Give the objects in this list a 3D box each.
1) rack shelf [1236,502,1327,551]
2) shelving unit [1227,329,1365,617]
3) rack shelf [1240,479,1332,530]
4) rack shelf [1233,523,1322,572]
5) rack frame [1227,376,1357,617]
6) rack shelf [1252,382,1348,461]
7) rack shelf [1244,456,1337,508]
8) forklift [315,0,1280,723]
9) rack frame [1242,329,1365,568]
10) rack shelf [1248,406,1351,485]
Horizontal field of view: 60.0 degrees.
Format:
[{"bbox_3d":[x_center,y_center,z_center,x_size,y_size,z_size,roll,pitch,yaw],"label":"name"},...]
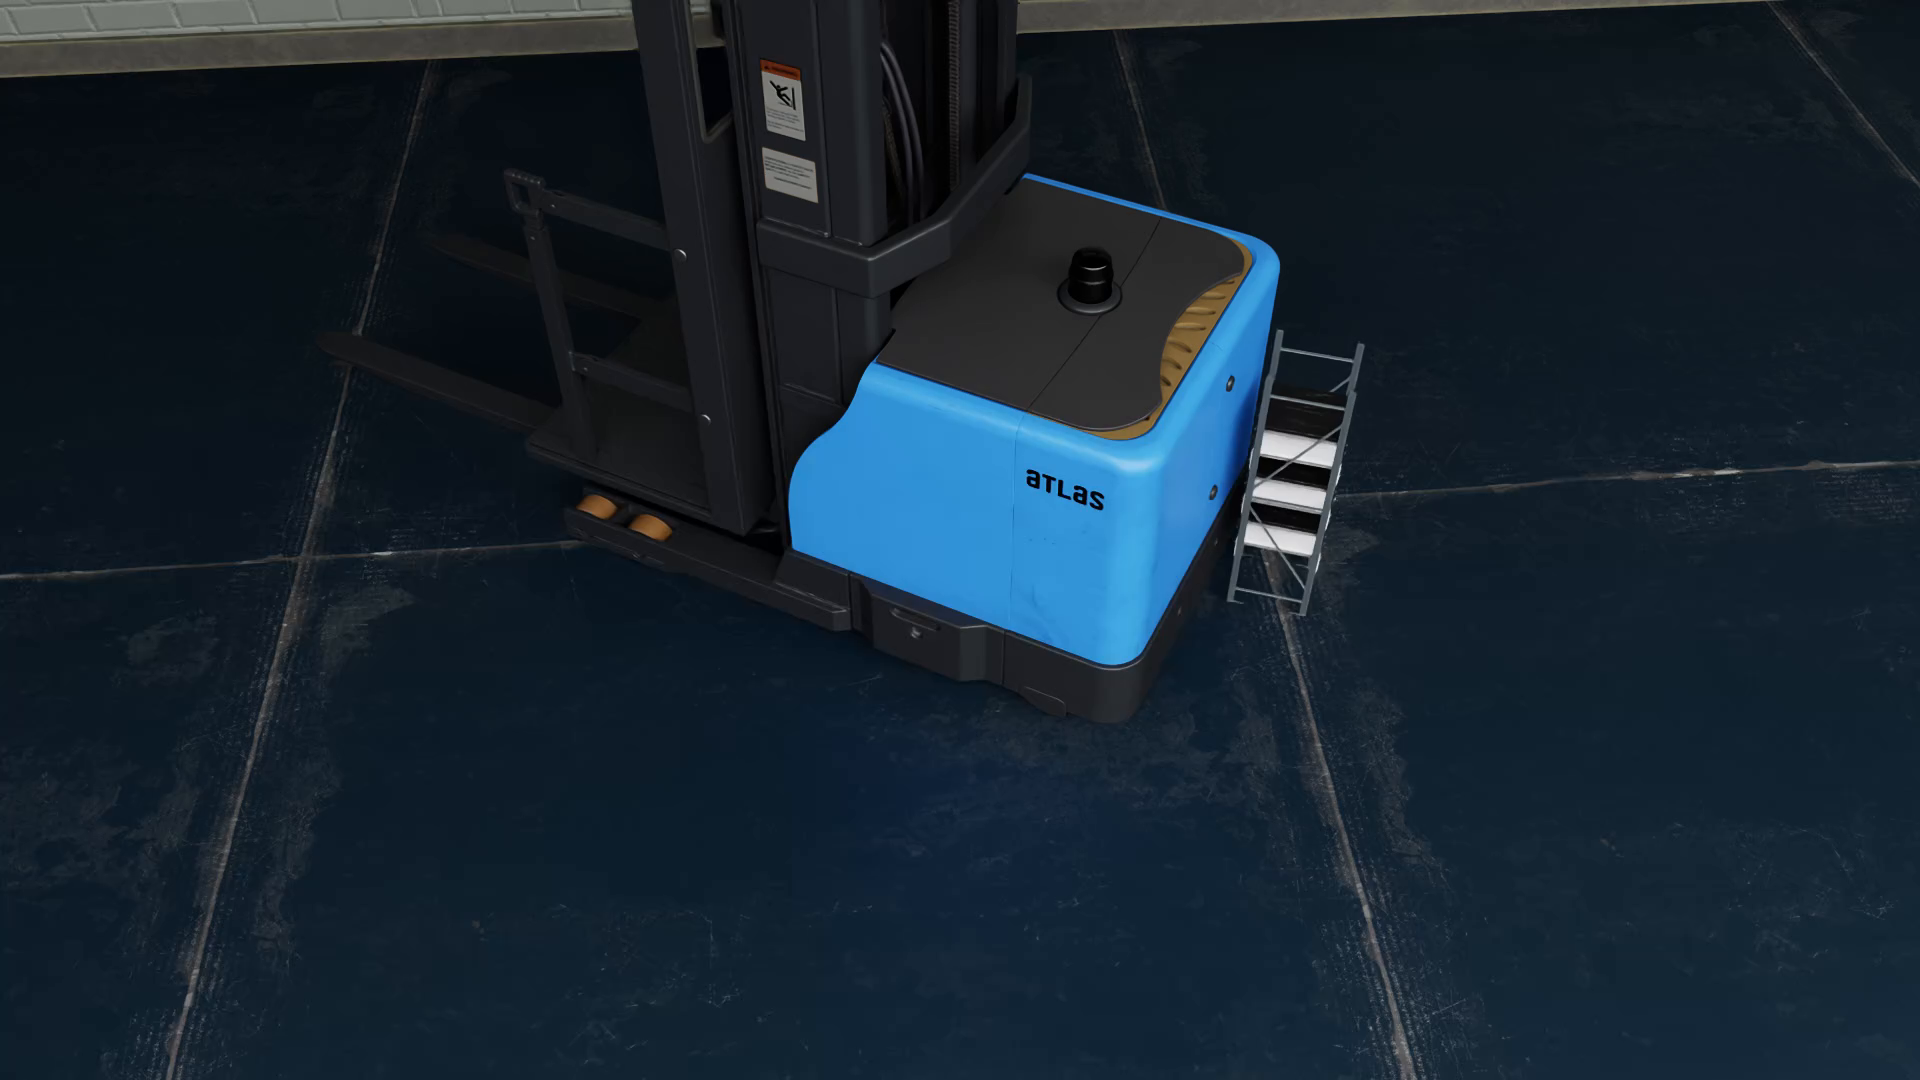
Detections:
[{"bbox_3d":[0.956,-0.088,4.883,0.258,0.077,0.200,11,48,11],"label":"rack shelf"},{"bbox_3d":[0.956,-0.172,4.794,0.258,0.900,0.210,11,48,11],"label":"shelving unit"},{"bbox_3d":[0.956,-0.150,4.818,0.258,0.077,0.200,11,48,11],"label":"rack shelf"},{"bbox_3d":[0.956,-0.026,4.948,0.258,0.077,0.200,11,48,11],"label":"rack shelf"},{"bbox_3d":[0.929,-0.101,4.726,0.240,0.900,0.006,11,48,11],"label":"rack frame"},{"bbox_3d":[0.956,-0.335,4.622,0.258,0.077,0.200,11,48,11],"label":"rack shelf"},{"bbox_3d":[0.956,-0.211,4.752,0.258,0.077,0.200,11,48,11],"label":"rack shelf"},{"bbox_3d":[-0.662,-1.247,4.412,3.031,2.935,1.130,20,50,18],"label":"forklift"},{"bbox_3d":[0.983,-0.244,4.861,0.240,0.900,0.006,11,48,11],"label":"rack frame"},{"bbox_3d":[0.956,-0.273,4.687,0.258,0.077,0.200,11,48,11],"label":"rack shelf"}]
